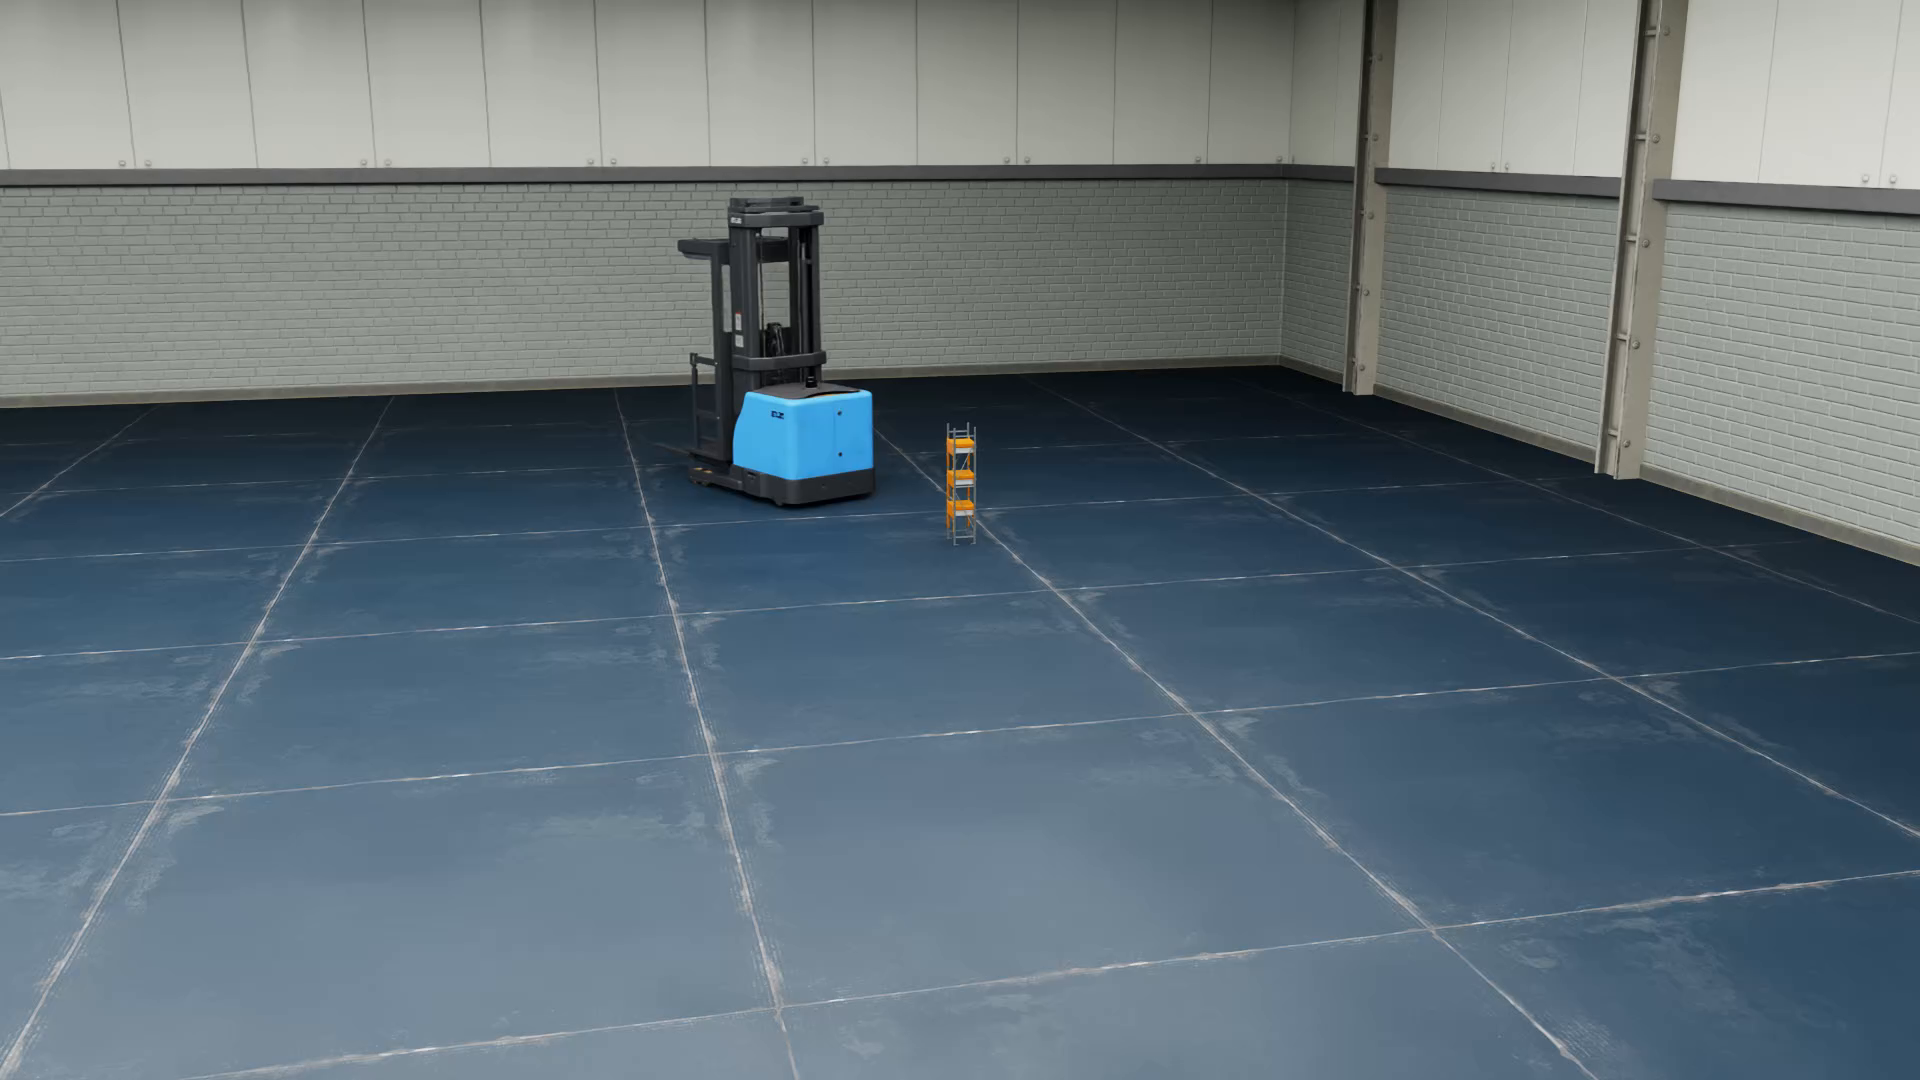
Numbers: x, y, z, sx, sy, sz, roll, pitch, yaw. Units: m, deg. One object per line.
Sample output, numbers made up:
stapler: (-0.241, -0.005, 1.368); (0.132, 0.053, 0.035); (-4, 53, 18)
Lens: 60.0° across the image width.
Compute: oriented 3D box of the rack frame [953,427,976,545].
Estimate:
rack frame: (0.041, -0.470, 14.637); (0.200, 1.050, 0.008); (-3, 14, -13)

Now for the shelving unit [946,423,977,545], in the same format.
shelving unit: (0.013, -0.498, 14.752); (0.215, 1.050, 0.252); (-3, 14, -13)

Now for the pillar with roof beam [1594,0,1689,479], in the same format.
pillar with roof beam: (2.841, -4.824, 15.711); (9.100, 9.000, 0.400); (-3, 14, -13)

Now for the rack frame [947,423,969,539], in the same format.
rack frame: (-0.016, -0.526, 14.867); (0.200, 1.050, 0.008); (-3, 14, -13)

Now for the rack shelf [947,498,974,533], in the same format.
rack shelf: (0.013, -0.217, 14.820); (0.215, 0.259, 0.240); (-3, 14, -13)

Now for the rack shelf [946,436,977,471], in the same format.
rack shelf: (0.013, -0.763, 14.687); (0.215, 0.259, 0.240); (-3, 14, -13)

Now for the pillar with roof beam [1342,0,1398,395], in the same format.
pillar with roof beam: (1.432, -6.208, 21.377); (9.100, 9.000, 0.400); (-3, 14, -13)

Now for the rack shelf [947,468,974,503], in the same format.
rack shelf: (0.013, -0.487, 14.754); (0.215, 0.259, 0.240); (-3, 14, -13)

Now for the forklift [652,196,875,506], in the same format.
forklift: (-2.175, -2.043, 17.114); (1.130, 2.935, 3.031); (-11, 18, -38)
